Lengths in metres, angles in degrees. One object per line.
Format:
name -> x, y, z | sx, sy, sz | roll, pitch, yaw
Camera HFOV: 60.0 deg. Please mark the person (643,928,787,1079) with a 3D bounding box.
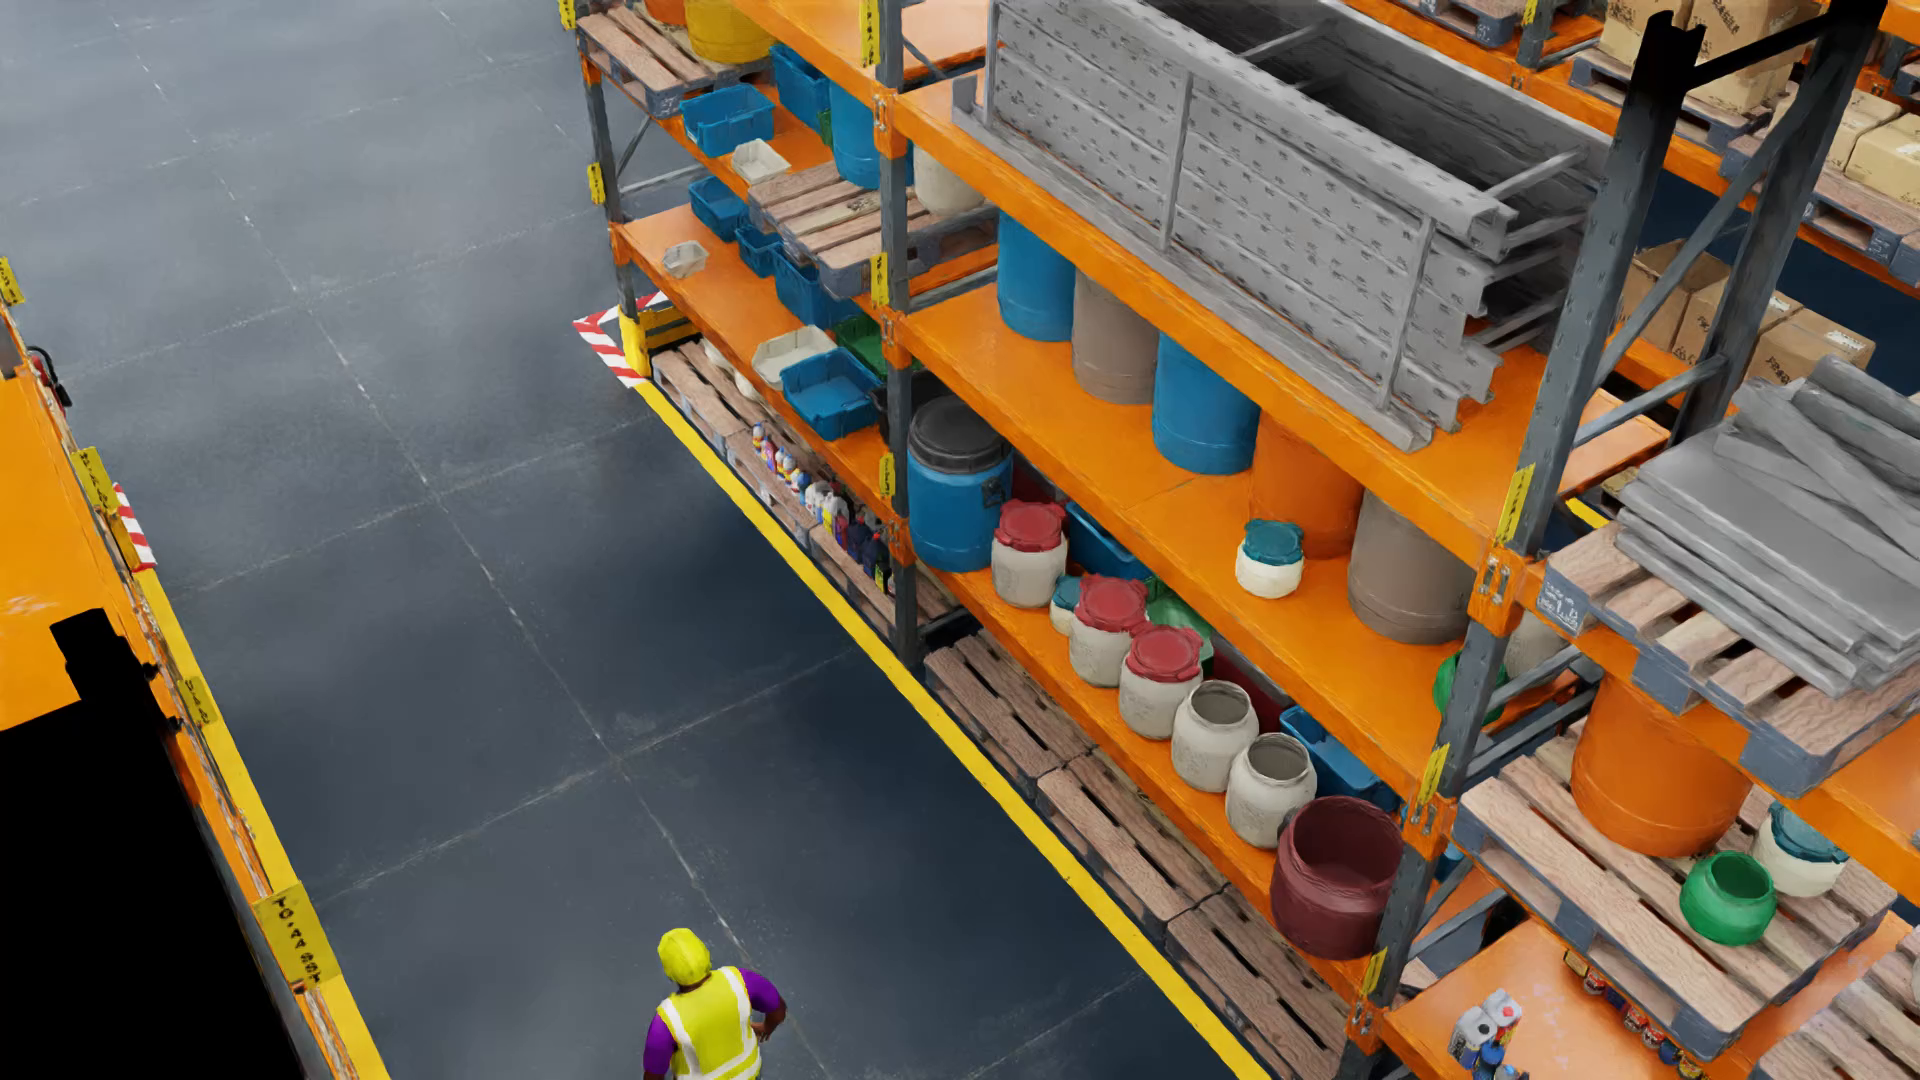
person -> -1.143, 2.467, 7.829 | 0.719, 1.714, 0.572 | -27, 49, -26
